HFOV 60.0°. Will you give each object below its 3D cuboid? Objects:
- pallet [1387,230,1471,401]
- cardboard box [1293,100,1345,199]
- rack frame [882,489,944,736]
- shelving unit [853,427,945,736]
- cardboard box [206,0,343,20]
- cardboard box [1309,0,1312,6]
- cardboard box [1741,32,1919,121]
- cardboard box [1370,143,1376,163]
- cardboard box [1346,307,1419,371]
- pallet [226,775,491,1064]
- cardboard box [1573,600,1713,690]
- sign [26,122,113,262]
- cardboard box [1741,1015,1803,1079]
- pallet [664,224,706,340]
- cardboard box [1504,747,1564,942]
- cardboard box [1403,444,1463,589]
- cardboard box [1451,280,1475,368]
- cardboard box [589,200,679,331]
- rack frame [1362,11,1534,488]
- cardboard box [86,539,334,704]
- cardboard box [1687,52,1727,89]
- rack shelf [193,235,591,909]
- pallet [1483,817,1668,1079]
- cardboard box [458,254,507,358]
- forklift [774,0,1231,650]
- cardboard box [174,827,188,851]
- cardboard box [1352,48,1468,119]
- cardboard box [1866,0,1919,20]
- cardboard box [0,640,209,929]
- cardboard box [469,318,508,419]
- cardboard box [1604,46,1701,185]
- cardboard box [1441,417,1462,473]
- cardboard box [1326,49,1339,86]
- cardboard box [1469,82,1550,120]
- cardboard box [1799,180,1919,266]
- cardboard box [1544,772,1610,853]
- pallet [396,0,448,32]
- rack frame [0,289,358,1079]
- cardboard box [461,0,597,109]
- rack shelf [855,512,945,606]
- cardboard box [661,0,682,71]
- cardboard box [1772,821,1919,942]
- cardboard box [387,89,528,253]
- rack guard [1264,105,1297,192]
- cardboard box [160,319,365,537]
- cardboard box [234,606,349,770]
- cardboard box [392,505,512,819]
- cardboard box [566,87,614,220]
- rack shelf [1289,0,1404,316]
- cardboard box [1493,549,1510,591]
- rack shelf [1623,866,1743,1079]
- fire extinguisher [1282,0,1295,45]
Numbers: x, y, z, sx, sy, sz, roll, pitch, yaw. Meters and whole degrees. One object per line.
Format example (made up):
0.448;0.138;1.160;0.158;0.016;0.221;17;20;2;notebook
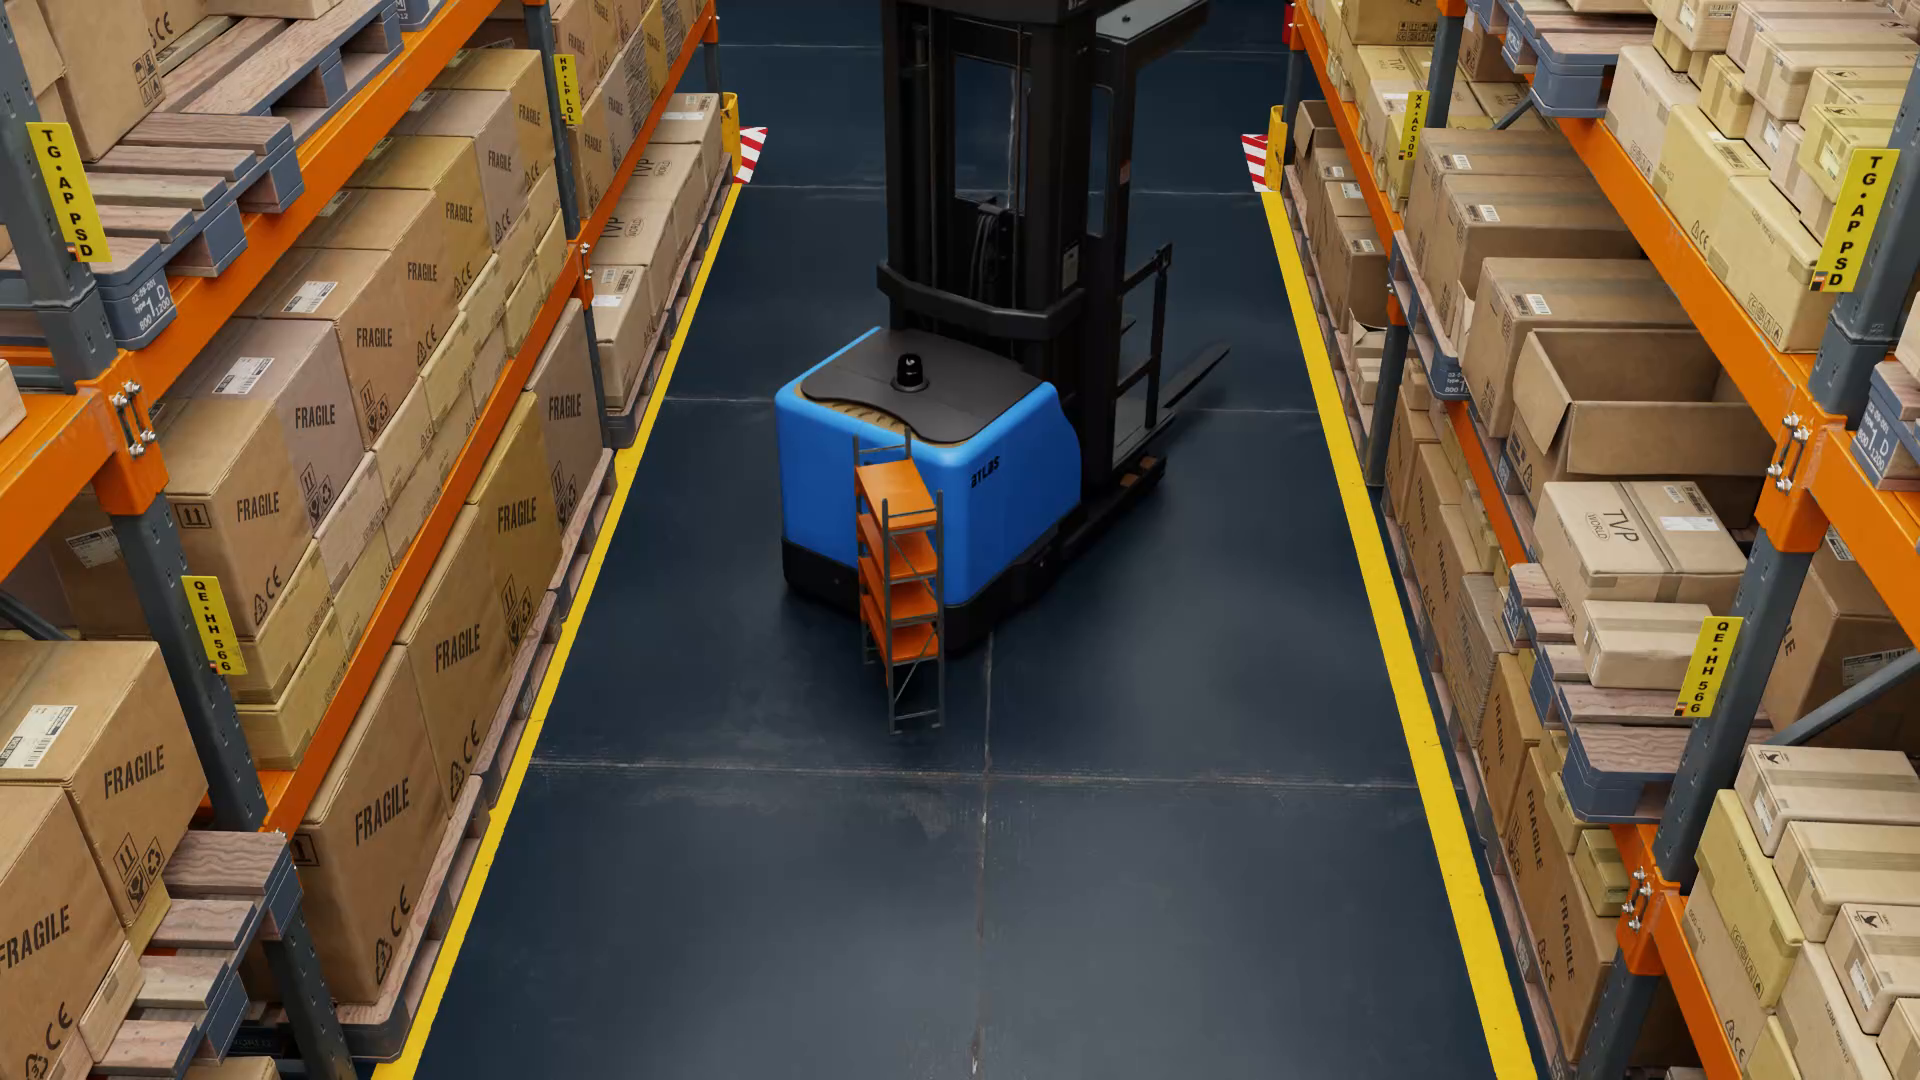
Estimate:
2.471;-0.989;7.215;1.003;0.211;1.213;1;35;2;pallet
2.654;-2.623;11.179;0.797;0.503;0.637;0;35;0;cardboard box
-0.184;0.318;6.754;0.240;1.200;0.015;-9;36;-13;rack frame
-0.252;0.183;6.946;0.258;1.200;0.503;-9;36;-13;shelving unit
-2.274;-1.850;5.503;0.380;0.166;0.250;4;35;6;cardboard box
2.486;-3.628;10.675;0.500;0.250;0.500;2;35;2;cardboard box
2.246;-1.183;4.241;0.380;0.149;0.250;0;35;0;cardboard box
2.385;-2.060;8.791;0.380;0.149;0.250;2;35;3;cardboard box
2.356;-1.109;9.232;0.396;0.266;0.258;3;35;4;cardboard box
-2.401;1.352;6.143;1.003;0.211;1.213;1;35;2;pallet
2.095;0.319;5.040;0.380;0.149;0.250;2;35;3;cardboard box
-1.966;-0.763;3.669;0.100;0.325;0.005;1;35;2;sign
2.164;1.374;3.817;0.500;0.250;0.500;1;35;1;cardboard box
-2.193;-1.633;10.390;1.003;0.211;1.213;1;35;2;pallet
2.284;1.090;5.899;0.500;0.500;0.500;1;35;1;cardboard box
2.356;-0.094;7.584;0.500;0.500;0.500;1;35;1;cardboard box
2.173;-0.851;6.604;0.396;0.266;0.258;3;35;4;cardboard box
-2.180;-1.632;9.827;0.875;0.438;0.875;0;35;0;cardboard box
2.612;-1.524;7.809;1.000;3.000;0.127;1;35;2;rack frame
-2.241;0.233;5.005;0.500;0.250;0.500;1;35;2;cardboard box
2.317;-1.349;4.735;0.380;0.149;0.250;2;35;2;cardboard box
-2.428;-0.193;6.541;1.077;0.370;4.000;1;35;2;rack shelf
2.519;1.487;5.950;1.003;0.211;1.213;1;35;2;pallet
-2.150;-0.935;6.668;0.500;0.250;0.500;2;35;3;cardboard box
0.409;-1.514;7.855;1.130;2.935;3.031;21;40;27;forklift
-2.286;0.787;4.375;0.380;0.149;0.250;3;35;4;cardboard box
2.428;-2.457;9.009;0.500;0.250;0.500;1;35;2;cardboard box
2.774;-1.467;4.646;0.380;0.149;0.250;1;35;2;cardboard box
-2.249;0.595;4.084;0.500;0.500;0.500;0;35;1;cardboard box
-2.175;-0.729;6.809;0.500;0.250;0.500;0;35;1;cardboard box
2.269;-1.268;4.968;0.500;0.250;0.500;1;35;2;cardboard box
2.399;-0.430;7.497;0.380;0.149;0.250;0;35;-1;cardboard box
2.384;-2.798;9.840;0.380;0.149;0.250;0;35;1;cardboard box
2.915;-2.151;8.573;0.500;0.250;0.500;1;35;1;cardboard box
2.225;-0.764;3.903;0.380;0.149;0.250;2;35;3;cardboard box
2.198;0.913;5.587;0.380;0.149;0.250;0;35;-1;cardboard box
-2.335;-2.257;6.411;0.805;0.209;1.217;0;35;0;pallet
-2.508;0.662;4.699;1.000;3.000;0.127;1;35;2;rack frame
-2.086;-2.354;8.034;0.500;0.500;0.500;2;35;2;cardboard box
-0.252;0.055;6.856;0.258;0.148;0.480;-9;36;-13;rack shelf
-1.988;-3.108;9.977;0.500;0.500;0.500;2;35;3;cardboard box
2.135;0.798;3.855;0.380;0.149;0.250;2;35;3;cardboard box
-2.128;-1.526;6.856;0.500;0.500;0.500;2;35;3;cardboard box
2.770;-2.755;11.736;1.175;0.500;0.348;1;35;2;rack guard
-2.234;-0.351;5.184;0.500;0.500;0.500;1;35;2;cardboard box
-2.237;0.448;5.134;0.500;0.250;0.500;1;35;1;cardboard box
-2.357;0.452;6.481;0.875;0.875;0.875;2;35;2;cardboard box
-2.067;-1.941;8.316;0.500;0.500;0.500;2;35;3;cardboard box
2.693;-2.378;9.651;1.077;0.370;4.000;1;35;2;rack shelf
2.360;0.169;6.645;0.380;0.149;0.250;1;35;2;cardboard box
2.371;2.218;3.111;1.077;0.370;4.000;1;35;2;rack shelf
2.317;-3.733;11.344;0.296;0.674;0.183;1;35;2;fire extinguisher
